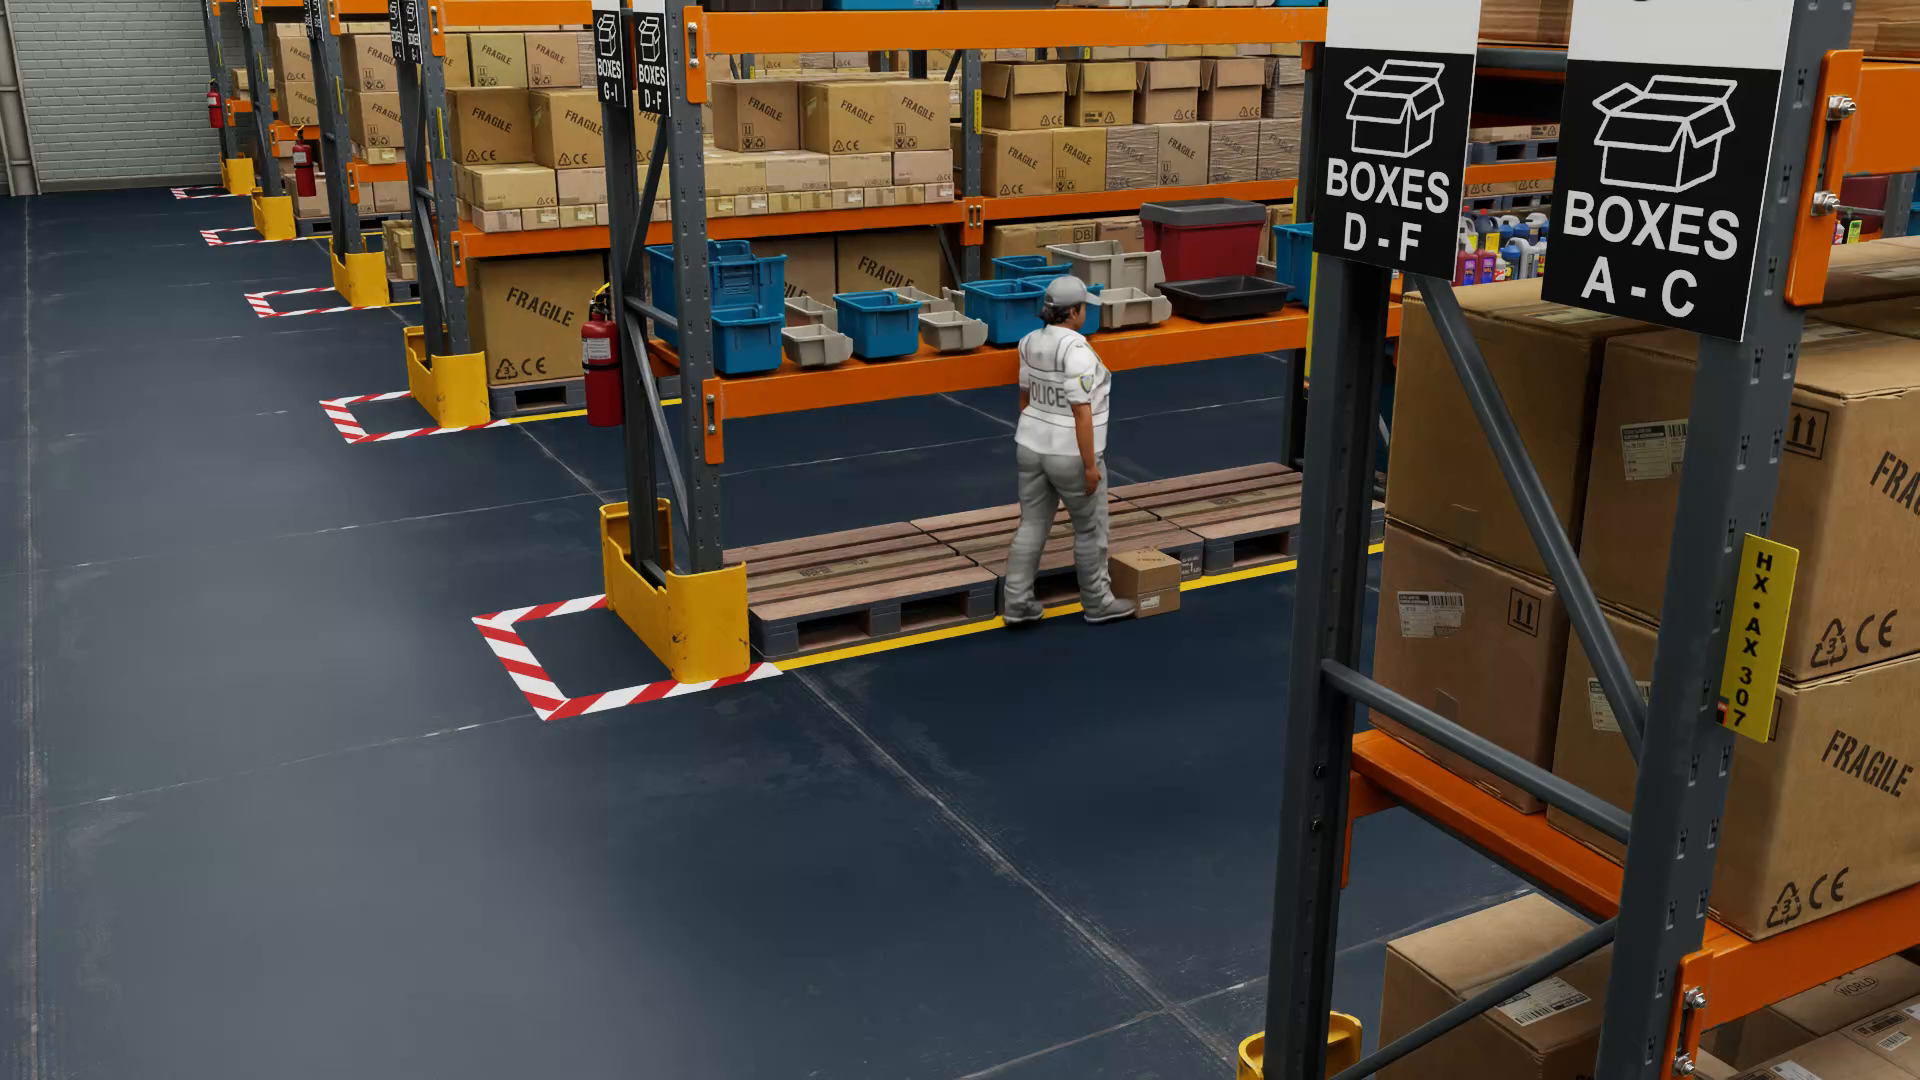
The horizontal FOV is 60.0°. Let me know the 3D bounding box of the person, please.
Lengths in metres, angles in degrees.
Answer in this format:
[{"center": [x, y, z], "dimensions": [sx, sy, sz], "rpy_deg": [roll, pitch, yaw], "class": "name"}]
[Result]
[{"center": [0.516, -0.408, 7.750], "dimensions": [0.654, 1.660, 0.484], "rpy_deg": [-14, 23, -35], "class": "person"}]
